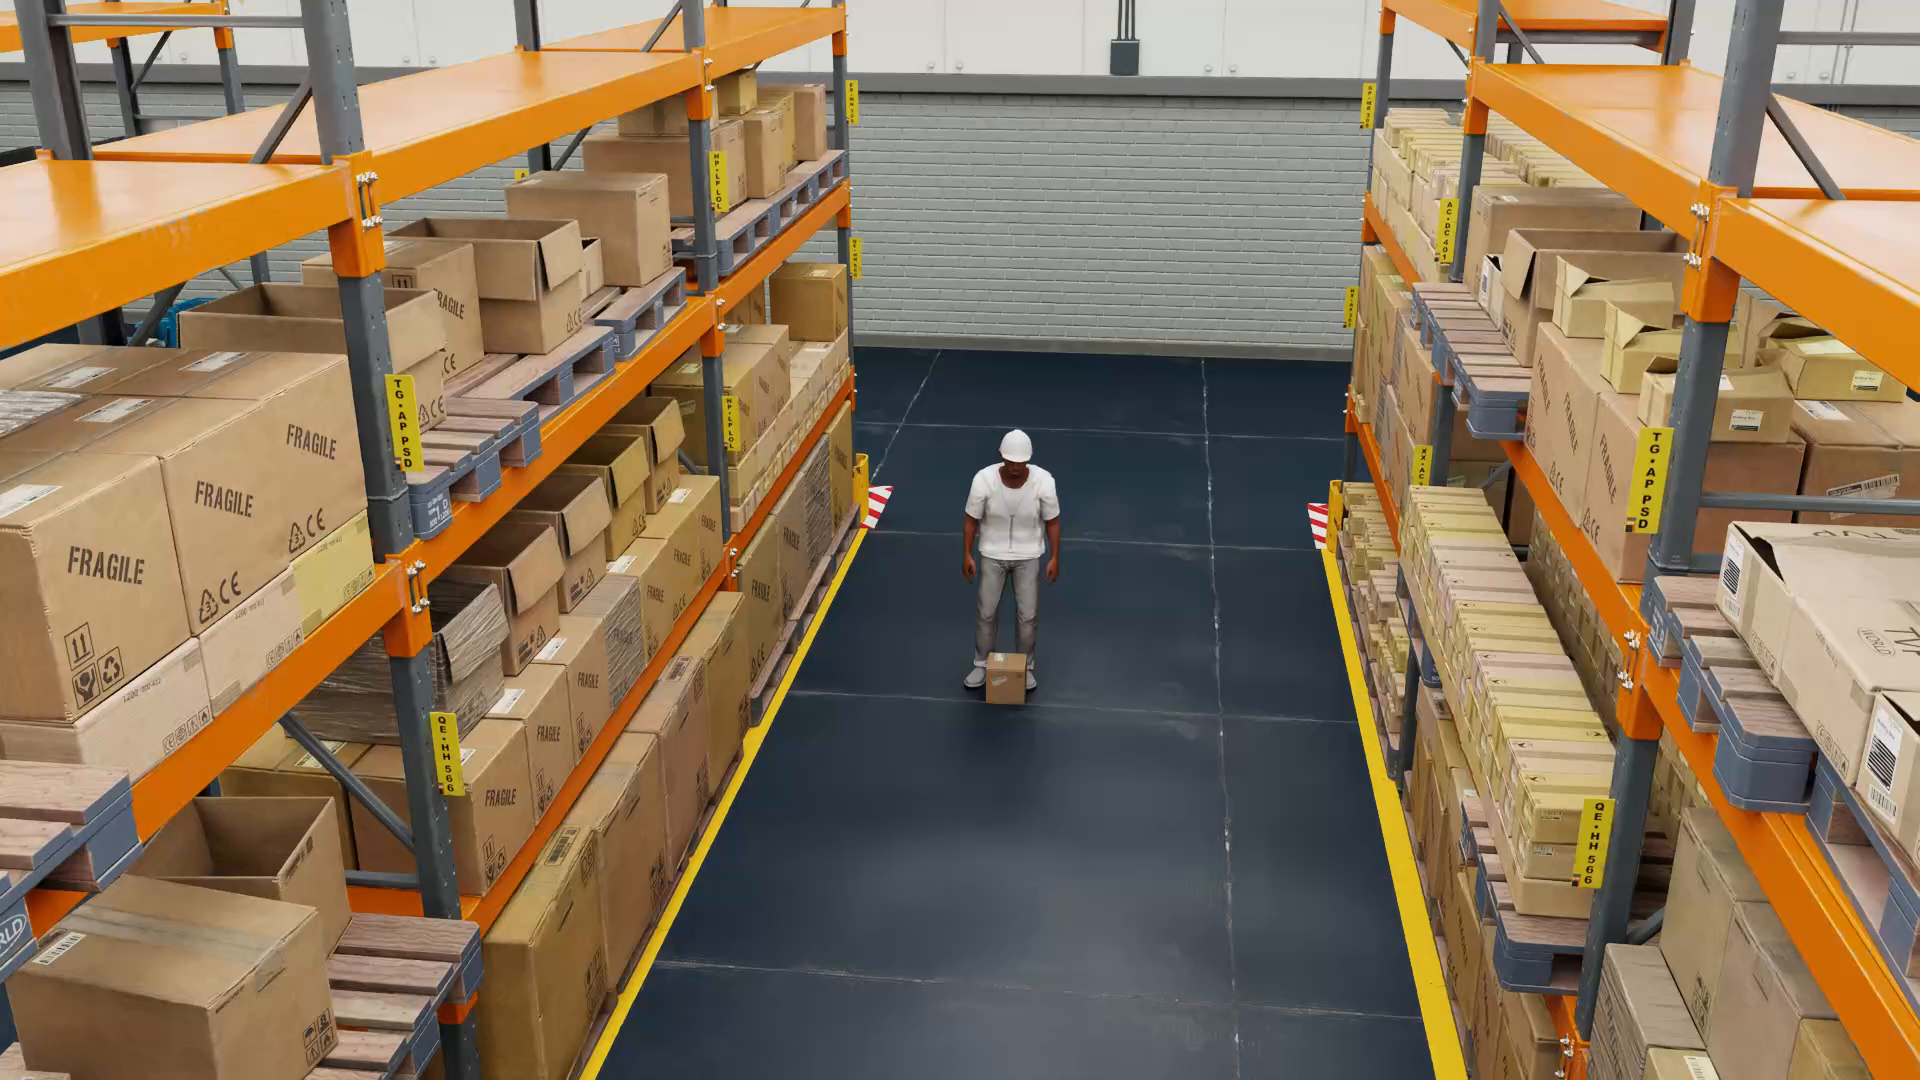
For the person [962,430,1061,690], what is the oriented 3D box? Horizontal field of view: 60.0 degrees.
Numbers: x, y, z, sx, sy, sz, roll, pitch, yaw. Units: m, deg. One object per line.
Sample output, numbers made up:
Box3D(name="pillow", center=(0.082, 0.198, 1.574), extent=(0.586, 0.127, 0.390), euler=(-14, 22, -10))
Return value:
Box3D(name="person", center=(0.330, 0.118, 10.753), extent=(0.634, 1.759, 0.461), euler=(1, 21, 3))
